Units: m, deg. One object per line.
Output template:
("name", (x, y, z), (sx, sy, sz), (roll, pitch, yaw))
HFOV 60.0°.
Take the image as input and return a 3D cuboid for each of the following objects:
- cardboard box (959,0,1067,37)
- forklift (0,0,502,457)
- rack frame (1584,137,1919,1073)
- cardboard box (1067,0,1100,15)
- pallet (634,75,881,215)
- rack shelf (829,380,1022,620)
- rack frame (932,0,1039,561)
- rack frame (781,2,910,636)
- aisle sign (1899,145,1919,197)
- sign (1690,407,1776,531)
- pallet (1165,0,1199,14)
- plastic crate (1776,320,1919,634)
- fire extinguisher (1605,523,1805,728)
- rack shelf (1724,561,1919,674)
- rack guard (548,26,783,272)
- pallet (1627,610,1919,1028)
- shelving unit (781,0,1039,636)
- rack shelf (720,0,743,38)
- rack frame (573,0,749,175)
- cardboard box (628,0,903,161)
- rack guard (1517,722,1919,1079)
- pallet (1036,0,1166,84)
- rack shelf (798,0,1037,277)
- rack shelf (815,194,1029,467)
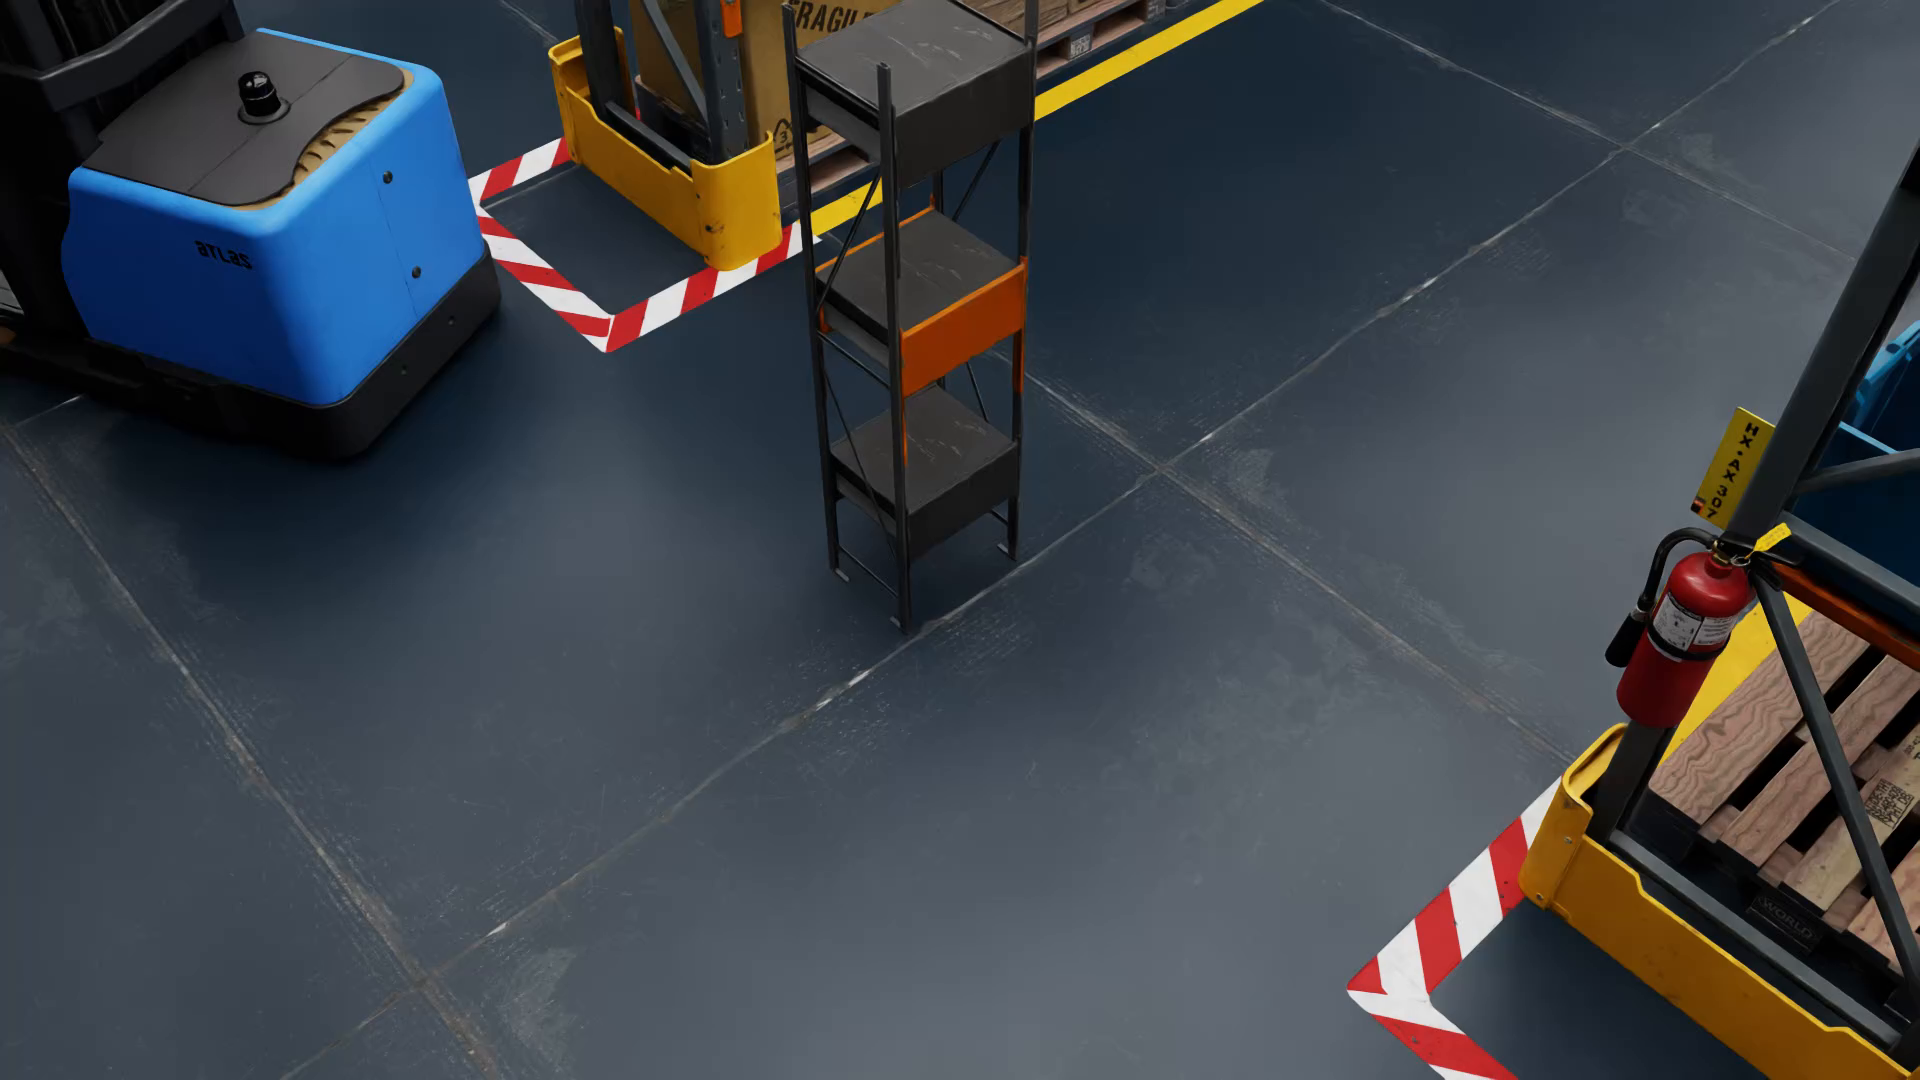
("cardboard box", (-0.117, -2.734, 7.392), (0.875, 0.875, 0.875), (-34, 56, -27))
("forklift", (-3.366, -1.987, 5.589), (3.031, 2.935, 1.130), (16, 49, 15))
("rack frame", (2.122, 0.191, 3.533), (0.127, 3.000, 1.000), (-34, 56, -27))
("cardboard box", (0.541, -3.174, 7.798), (0.875, 0.875, 0.875), (-34, 56, -27))
("pallet", (-0.671, -1.994, 7.447), (1.213, 0.211, 1.003), (-34, 56, -27))
("rack shelf", (-0.122, -0.146, 5.427), (0.480, 0.518, 0.431), (-34, 56, -27))
("rack frame", (0.058, -0.751, 5.014), (0.015, 2.100, 0.400), (-34, 56, -27))
("rack frame", (-0.303, -0.510, 4.791), (0.015, 2.100, 0.400), (-34, 56, -27))
("aisle sign", (1.872, -0.814, 2.691), (0.004, 0.787, 0.394), (-34, 56, -27))
("sign", (1.740, -0.155, 3.741), (0.005, 0.325, 0.100), (-34, 56, -27))
("pallet", (1.134, -3.201, 8.560), (1.213, 0.211, 1.003), (-34, 56, -27))
("plastic crate", (2.244, -0.108, 3.744), (0.499, 0.435, 0.616), (-34, 56, -27))
("fire extinguisher", (1.705, 0.171, 3.857), (0.183, 0.674, 0.296), (-34, 56, -27))
("rack shelf", (3.602, -0.554, 4.709), (4.000, 0.370, 1.077), (-34, 56, -27))
("rack guard", (-1.228, -1.643, 6.925), (0.348, 0.500, 1.175), (-34, 56, -27))
("pallet", (2.758, 0.750, 4.914), (1.213, 0.211, 1.003), (-34, 56, -27))
("shelving unit", (-0.122, -0.630, 4.903), (0.503, 2.100, 0.431), (-34, 56, -27))
("rack shelf", (0.270, -3.247, 7.195), (4.000, 0.370, 1.077), (-34, 56, -27))
("rack frame", (-1.210, -2.502, 6.018), (0.127, 3.000, 1.000), (-34, 56, -27))
("cardboard box", (-0.790, -2.284, 6.976), (0.875, 0.875, 0.875), (-34, 56, -27))
("rack guard", (2.113, 1.058, 4.434), (0.348, 0.500, 1.175), (-34, 56, -27))
("pallet", (0.231, -2.595, 8.000), (1.213, 0.211, 1.003), (-34, 56, -27))
("rack shelf", (-0.122, -1.096, 4.398), (0.480, 0.518, 0.431), (-34, 56, -27))
("rack shelf", (-0.122, -0.621, 4.913), (0.480, 0.518, 0.431), (-34, 56, -27))
